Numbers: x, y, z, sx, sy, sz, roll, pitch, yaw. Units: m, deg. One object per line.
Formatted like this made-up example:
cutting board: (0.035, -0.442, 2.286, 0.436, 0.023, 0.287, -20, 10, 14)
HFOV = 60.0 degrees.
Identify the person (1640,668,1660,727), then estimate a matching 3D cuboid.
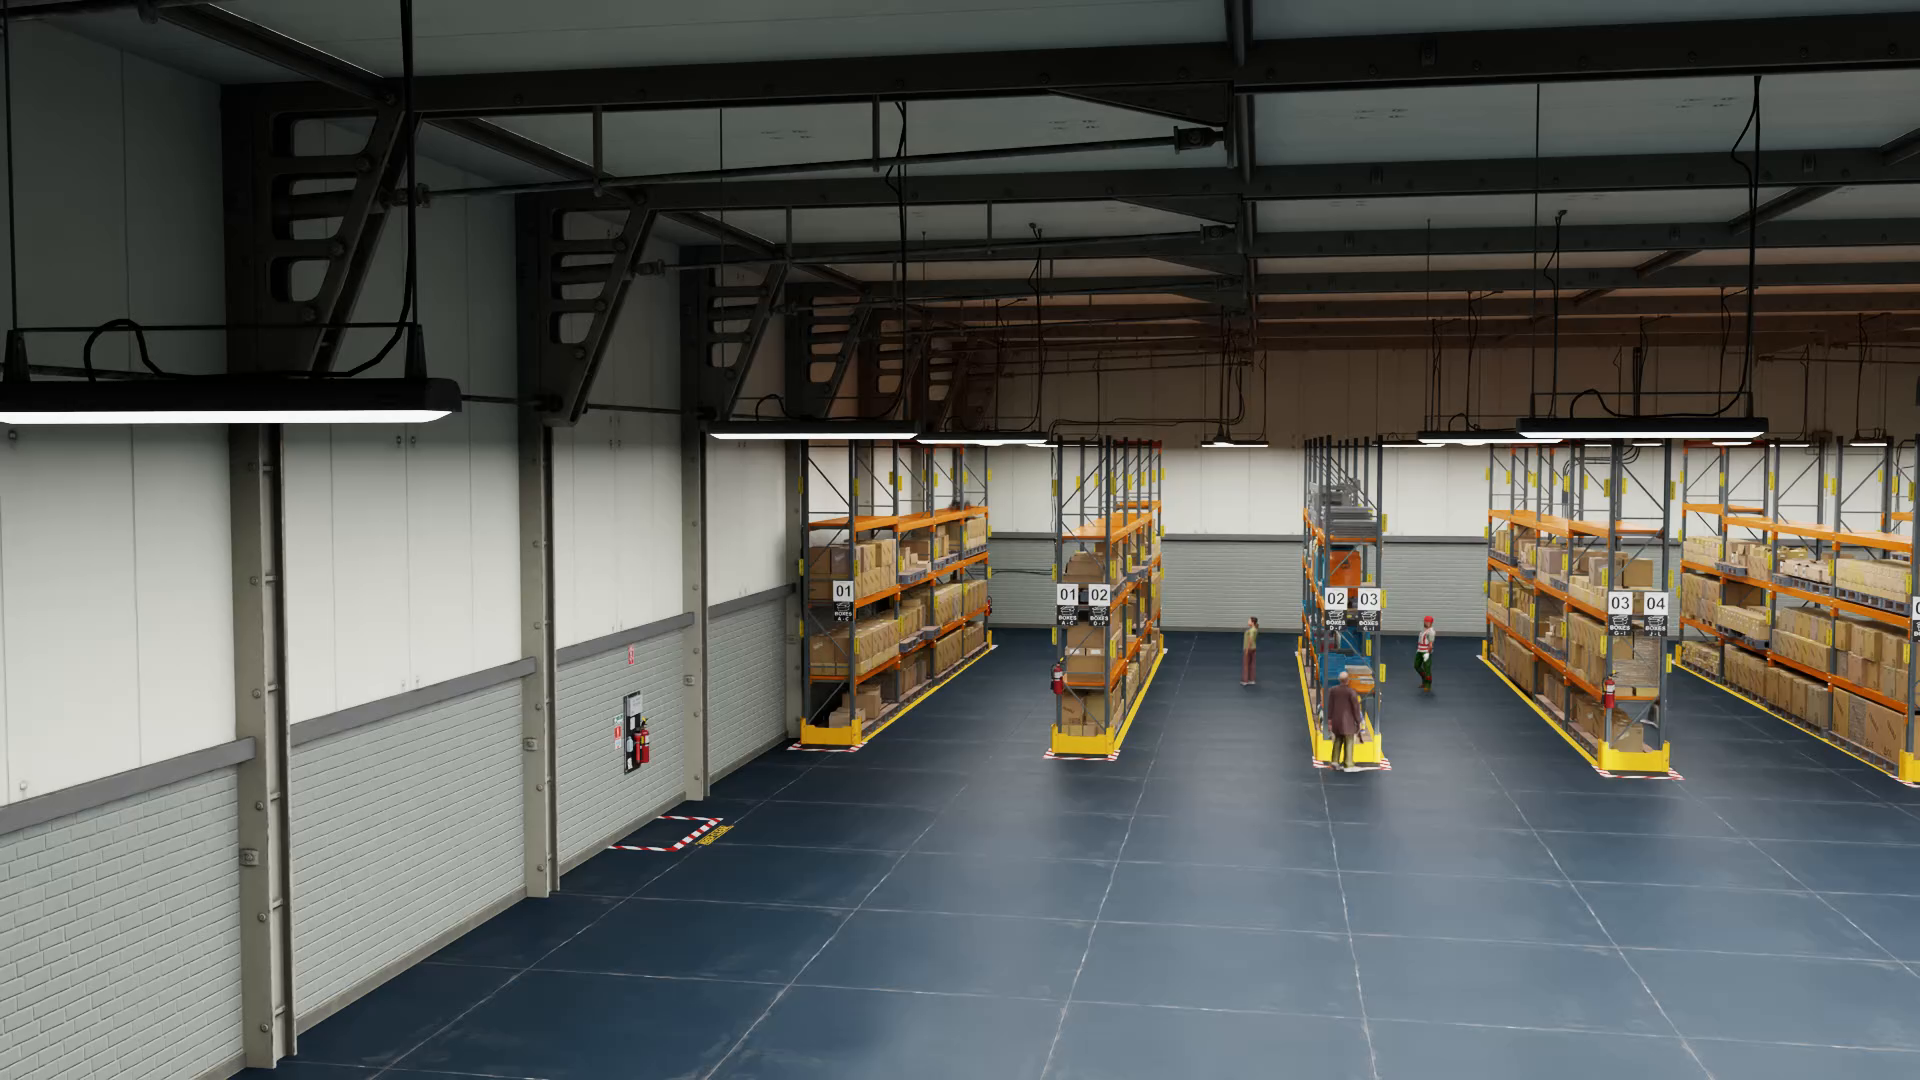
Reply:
person: (14.374, 3.033, 34.507, 0.597, 1.670, 0.444, 3, 4, 43)

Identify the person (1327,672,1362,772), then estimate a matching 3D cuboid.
person: (6.876, 3.260, 29.615, 0.430, 1.850, 0.666, -3, 4, -42)

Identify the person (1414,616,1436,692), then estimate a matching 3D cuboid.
person: (11.074, 2.685, 39.563, 0.450, 1.787, 0.641, -1, 3, -16)

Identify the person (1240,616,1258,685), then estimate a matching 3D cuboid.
person: (7.060, 2.701, 40.573, 0.417, 1.681, 0.473, 2, 4, 37)
